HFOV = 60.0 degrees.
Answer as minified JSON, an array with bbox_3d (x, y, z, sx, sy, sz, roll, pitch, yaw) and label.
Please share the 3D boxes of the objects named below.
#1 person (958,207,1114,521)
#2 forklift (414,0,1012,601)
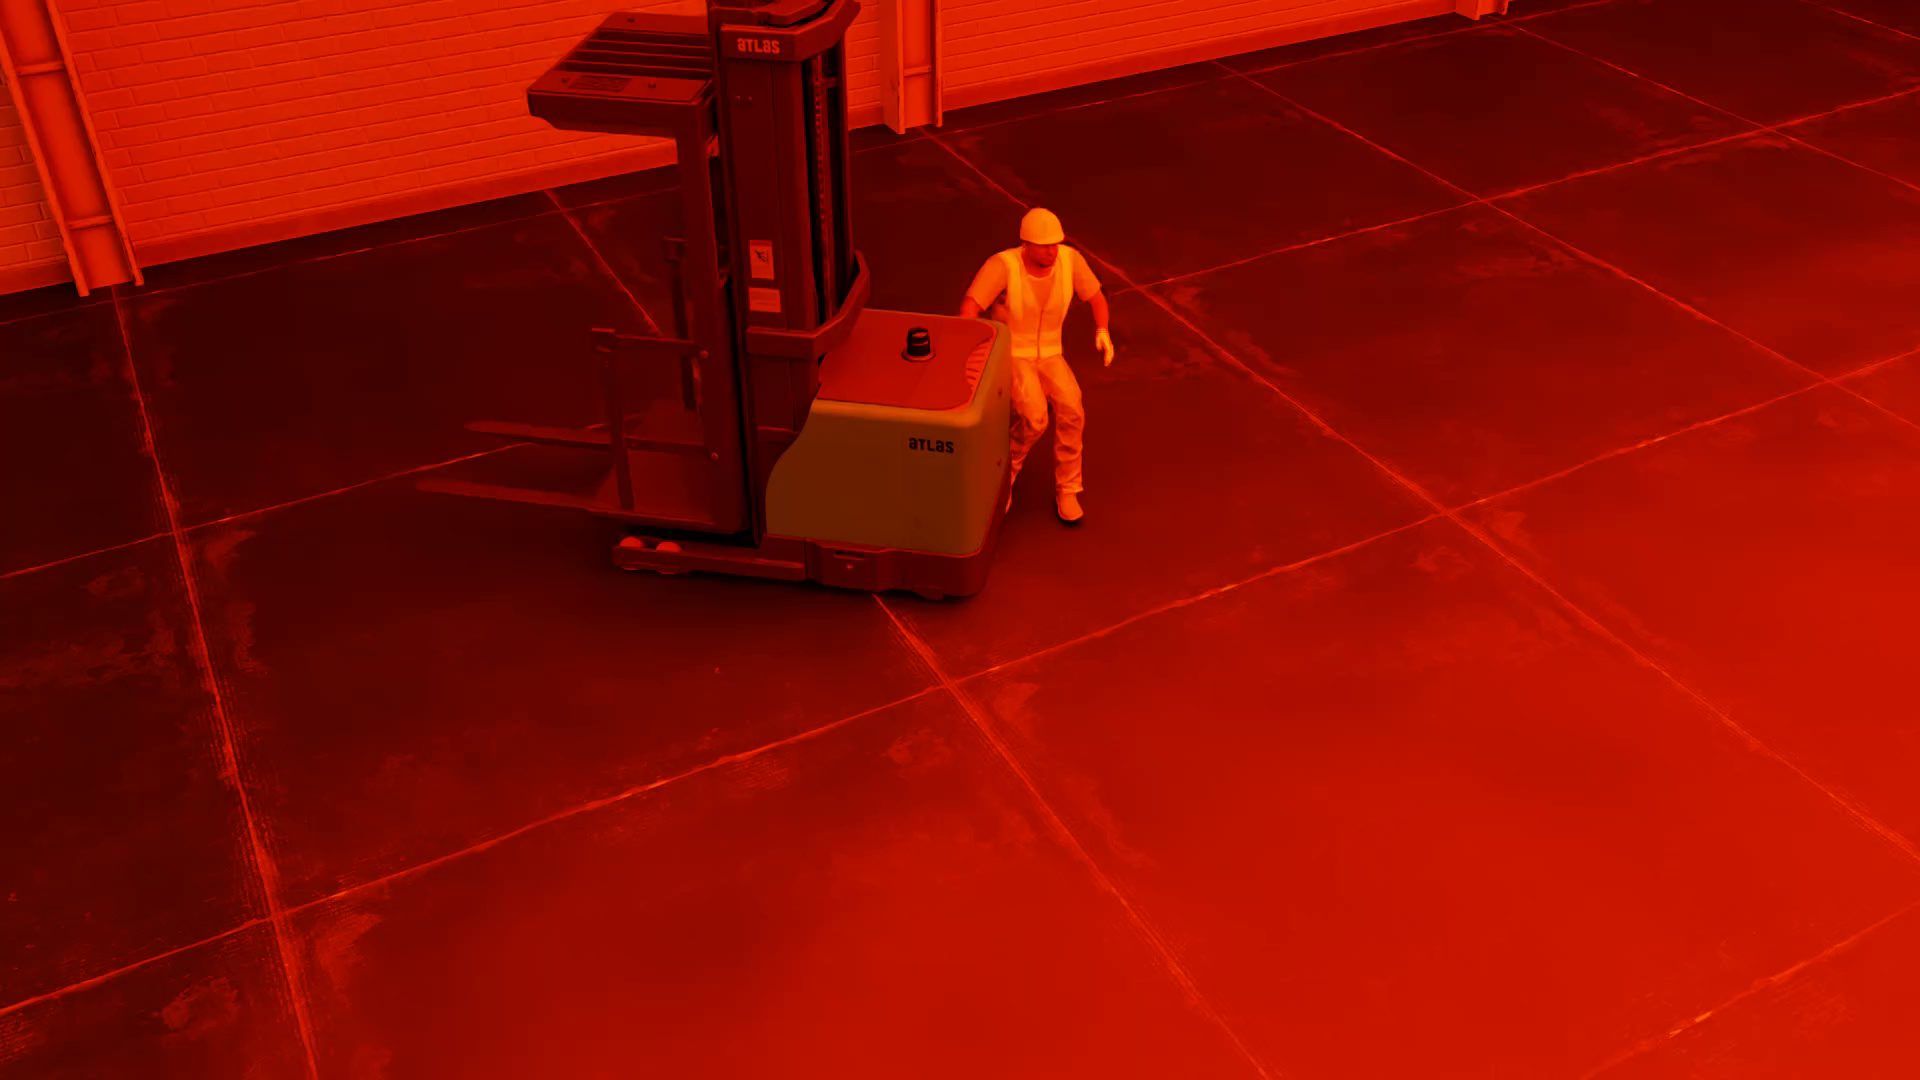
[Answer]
[{"bbox_3d":[0.474,-0.920,8.672,0.841,1.558,0.880,-17,39,-22],"label":"person"},{"bbox_3d":[-1.296,-1.313,7.980,3.031,2.935,1.130,6,36,9],"label":"forklift"}]
